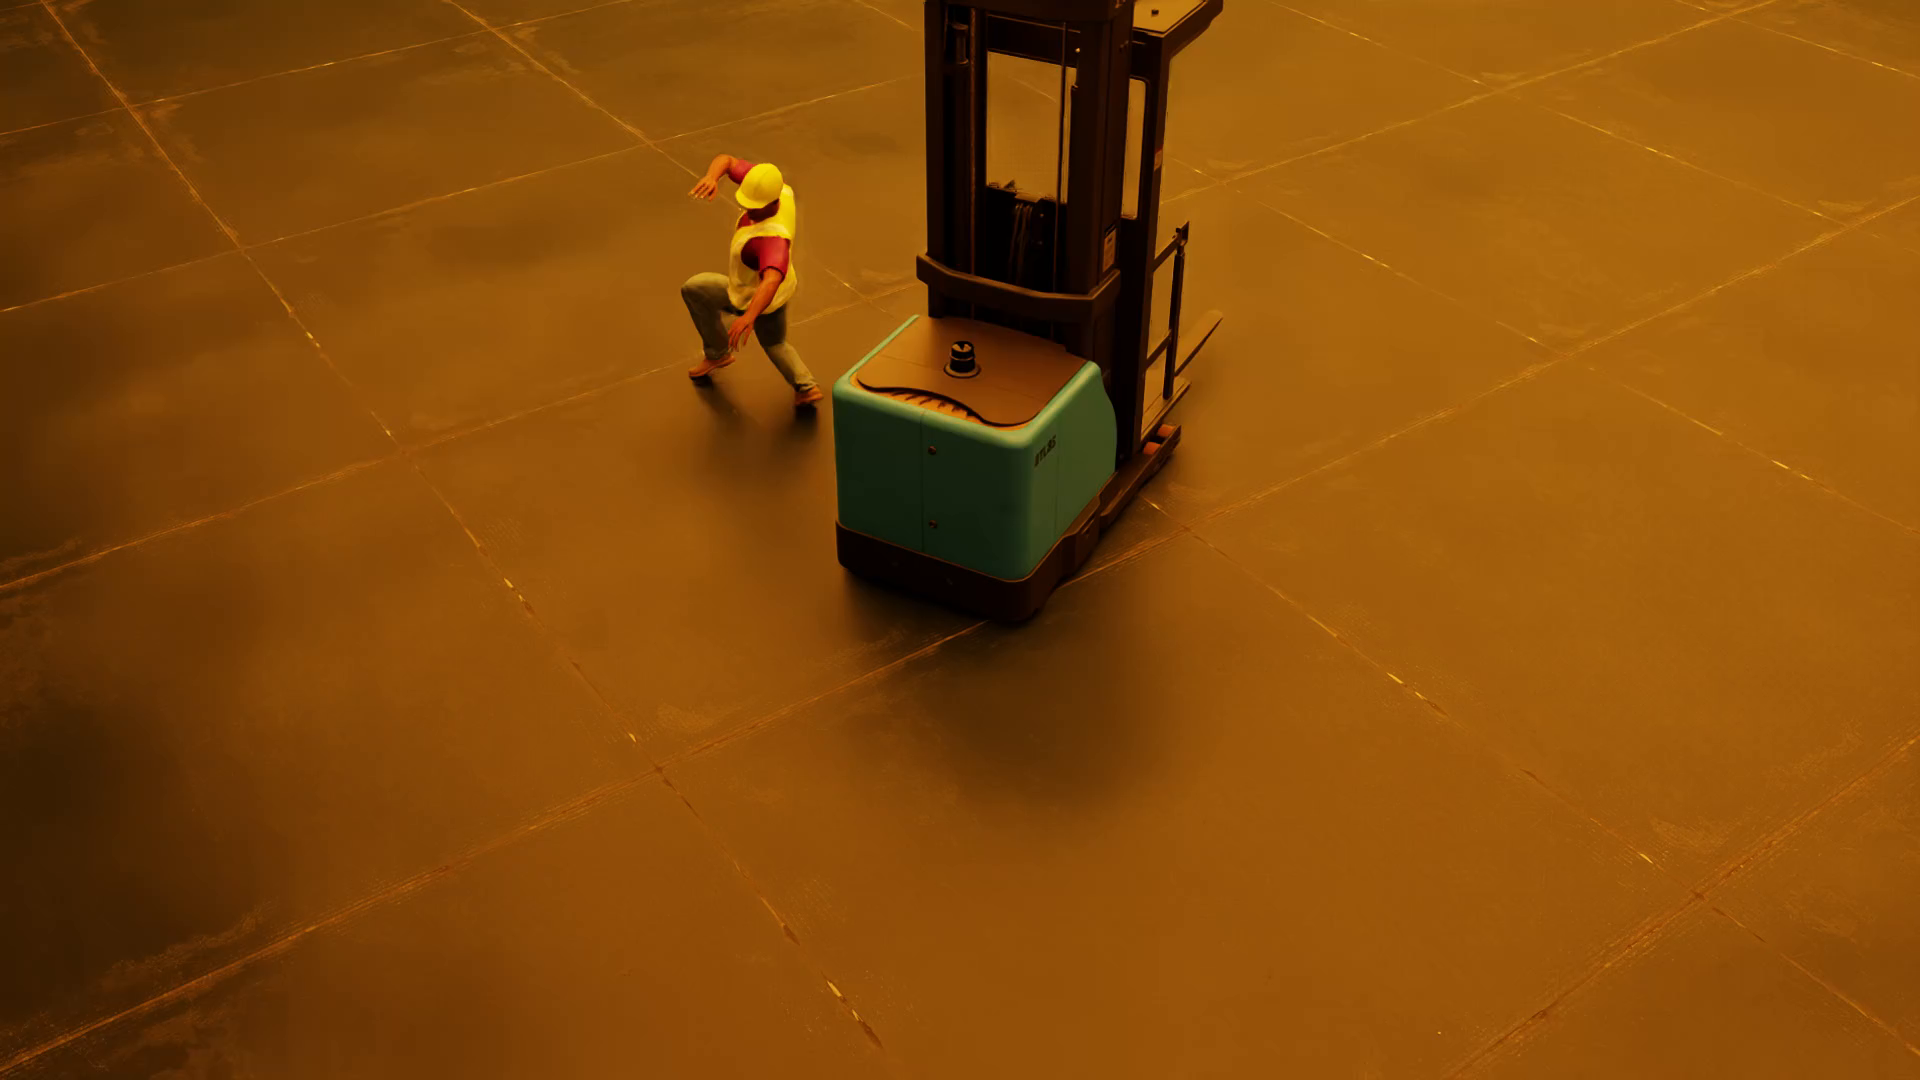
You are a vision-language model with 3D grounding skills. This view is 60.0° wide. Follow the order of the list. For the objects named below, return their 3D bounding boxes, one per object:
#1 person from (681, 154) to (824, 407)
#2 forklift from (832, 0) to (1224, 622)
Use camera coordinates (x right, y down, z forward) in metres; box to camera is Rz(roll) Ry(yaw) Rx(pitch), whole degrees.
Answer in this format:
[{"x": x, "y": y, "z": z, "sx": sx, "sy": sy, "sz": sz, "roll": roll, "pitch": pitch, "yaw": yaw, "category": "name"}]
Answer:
[{"x": -1.262, "y": -1.303, "z": 8.940, "sx": 0.957, "sy": 1.469, "sz": 1.002, "roll": 17, "pitch": 40, "yaw": 22, "category": "person"}, {"x": 0.544, "y": -1.653, "z": 8.181, "sx": 1.130, "sy": 2.935, "sz": 3.031, "roll": 18, "pitch": 40, "yaw": 23, "category": "forklift"}]
